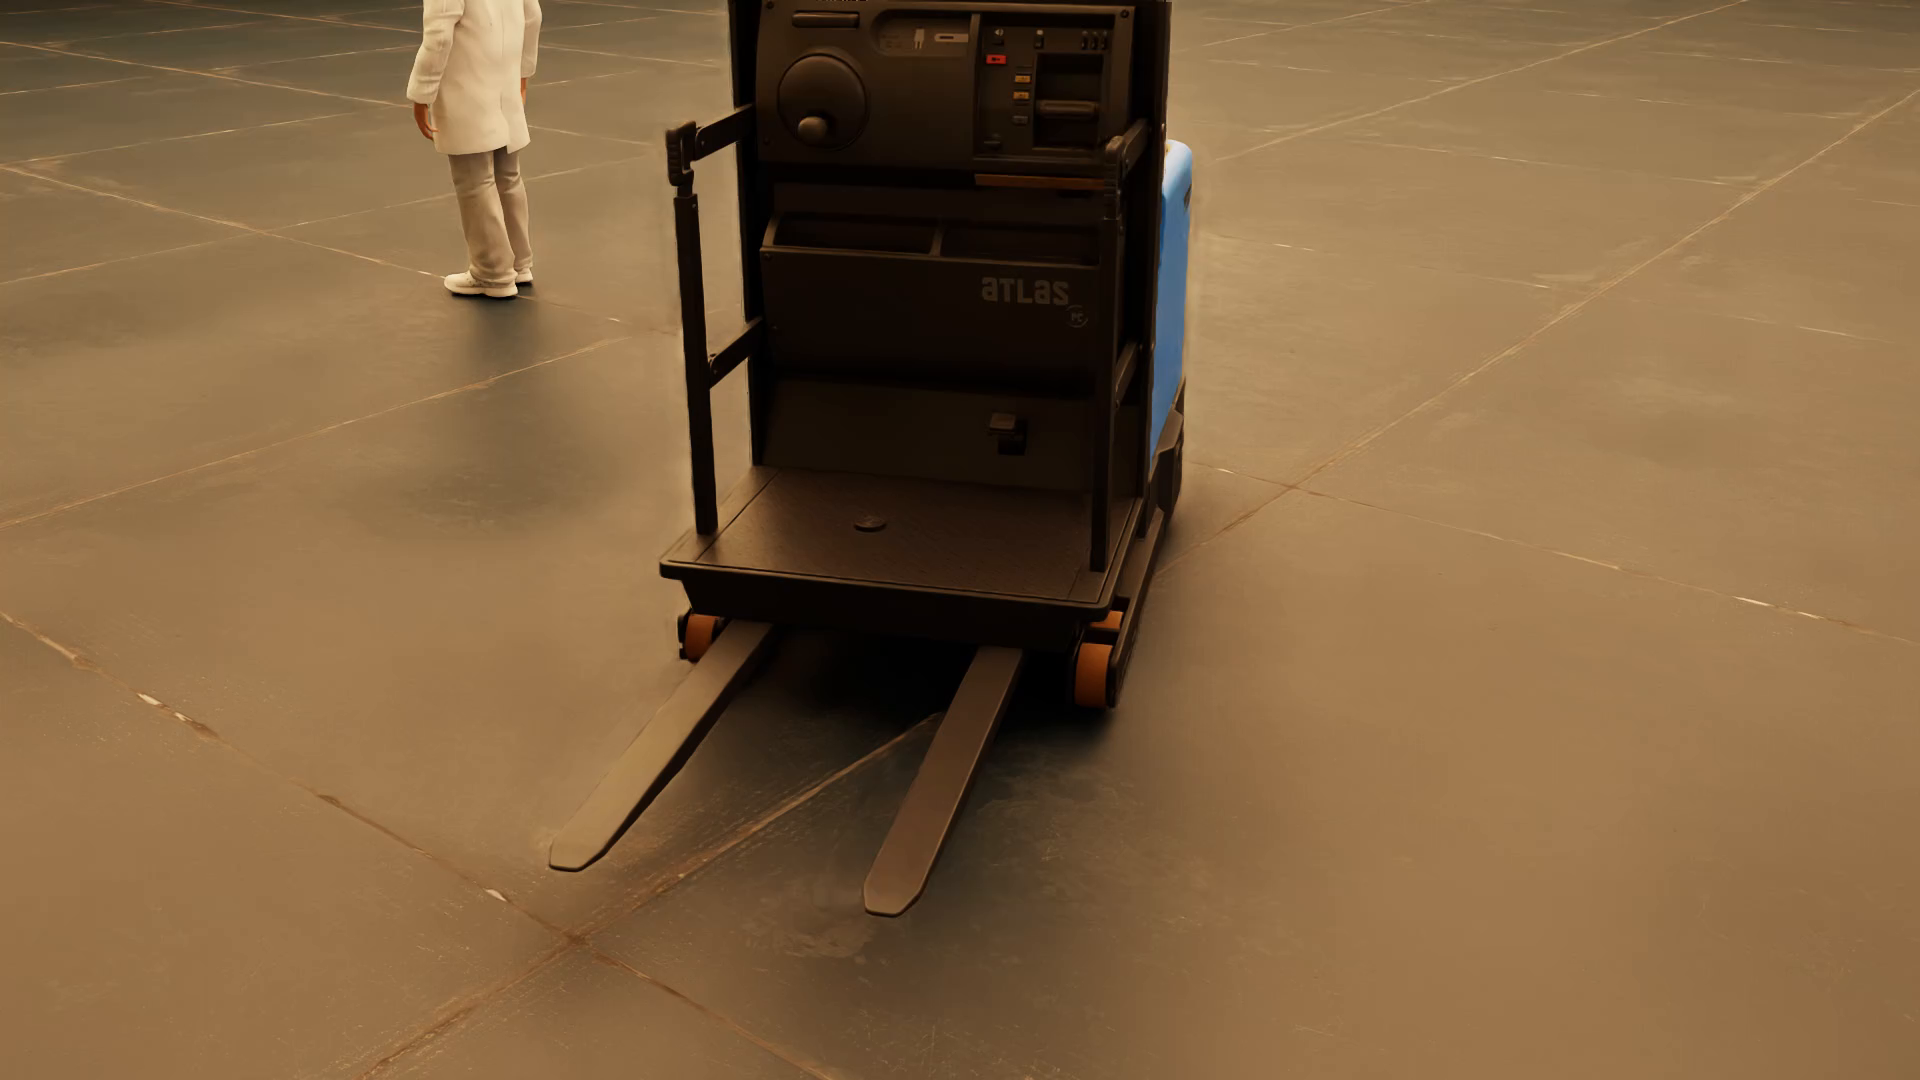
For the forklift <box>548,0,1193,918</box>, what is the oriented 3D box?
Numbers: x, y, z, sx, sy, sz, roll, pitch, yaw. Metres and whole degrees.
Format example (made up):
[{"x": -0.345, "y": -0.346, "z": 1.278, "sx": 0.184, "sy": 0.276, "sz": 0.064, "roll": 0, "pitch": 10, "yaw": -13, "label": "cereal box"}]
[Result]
[{"x": -0.092, "y": -1.095, "z": 3.855, "sx": 1.130, "sy": 2.935, "sz": 3.031, "roll": 5, "pitch": 24, "yaw": 12, "label": "forklift"}]

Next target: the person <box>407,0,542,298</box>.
[{"x": -2.174, "y": -1.953, "z": 7.265, "sx": 0.580, "sy": 1.776, "sz": 0.697, "roll": 14, "pitch": 27, "yaw": 28, "label": "person"}]
